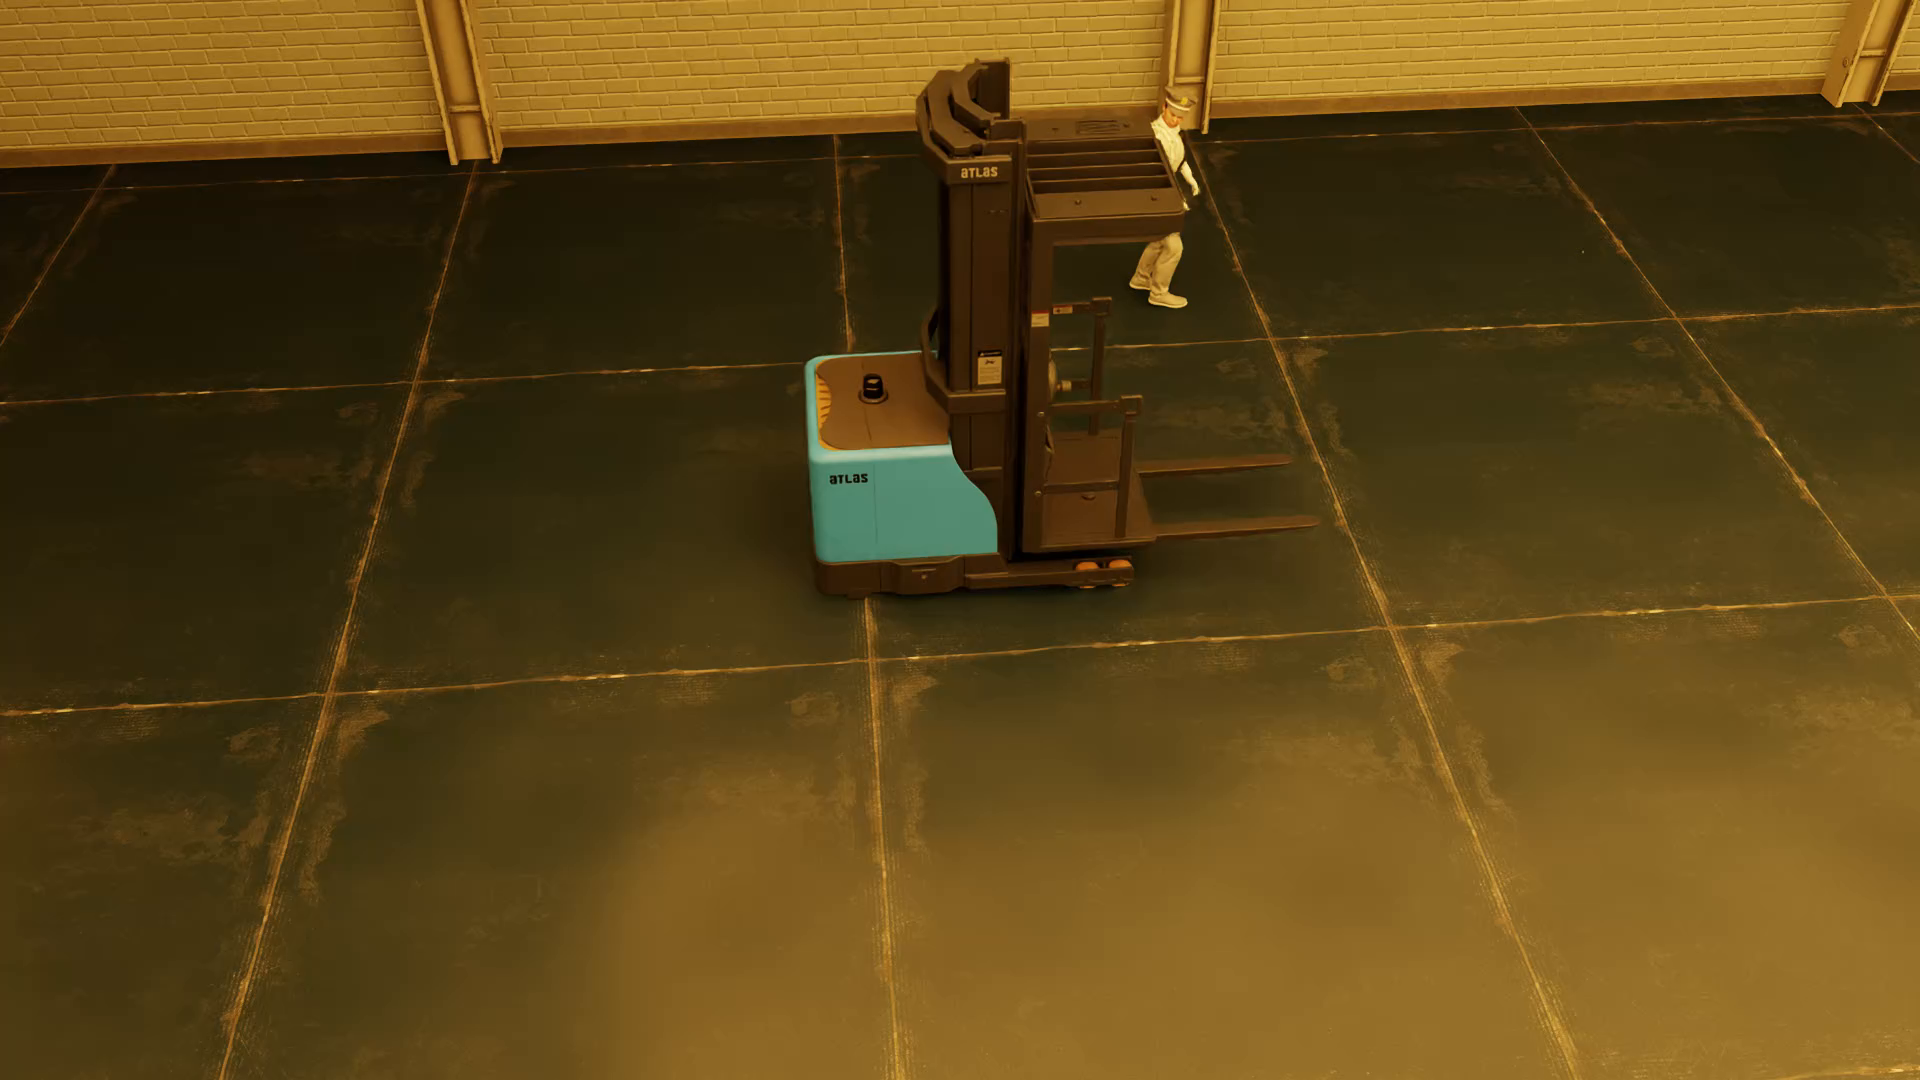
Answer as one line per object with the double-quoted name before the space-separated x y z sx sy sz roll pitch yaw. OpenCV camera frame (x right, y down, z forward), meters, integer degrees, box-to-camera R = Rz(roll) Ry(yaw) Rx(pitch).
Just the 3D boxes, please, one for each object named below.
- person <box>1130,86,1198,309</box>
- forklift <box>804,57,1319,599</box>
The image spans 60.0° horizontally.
"person" 1.458 -2.438 11.809 0.481 1.630 0.712 9 41 10
"forklift" 0.617 -1.164 9.299 3.031 2.935 1.130 -4 41 -4
